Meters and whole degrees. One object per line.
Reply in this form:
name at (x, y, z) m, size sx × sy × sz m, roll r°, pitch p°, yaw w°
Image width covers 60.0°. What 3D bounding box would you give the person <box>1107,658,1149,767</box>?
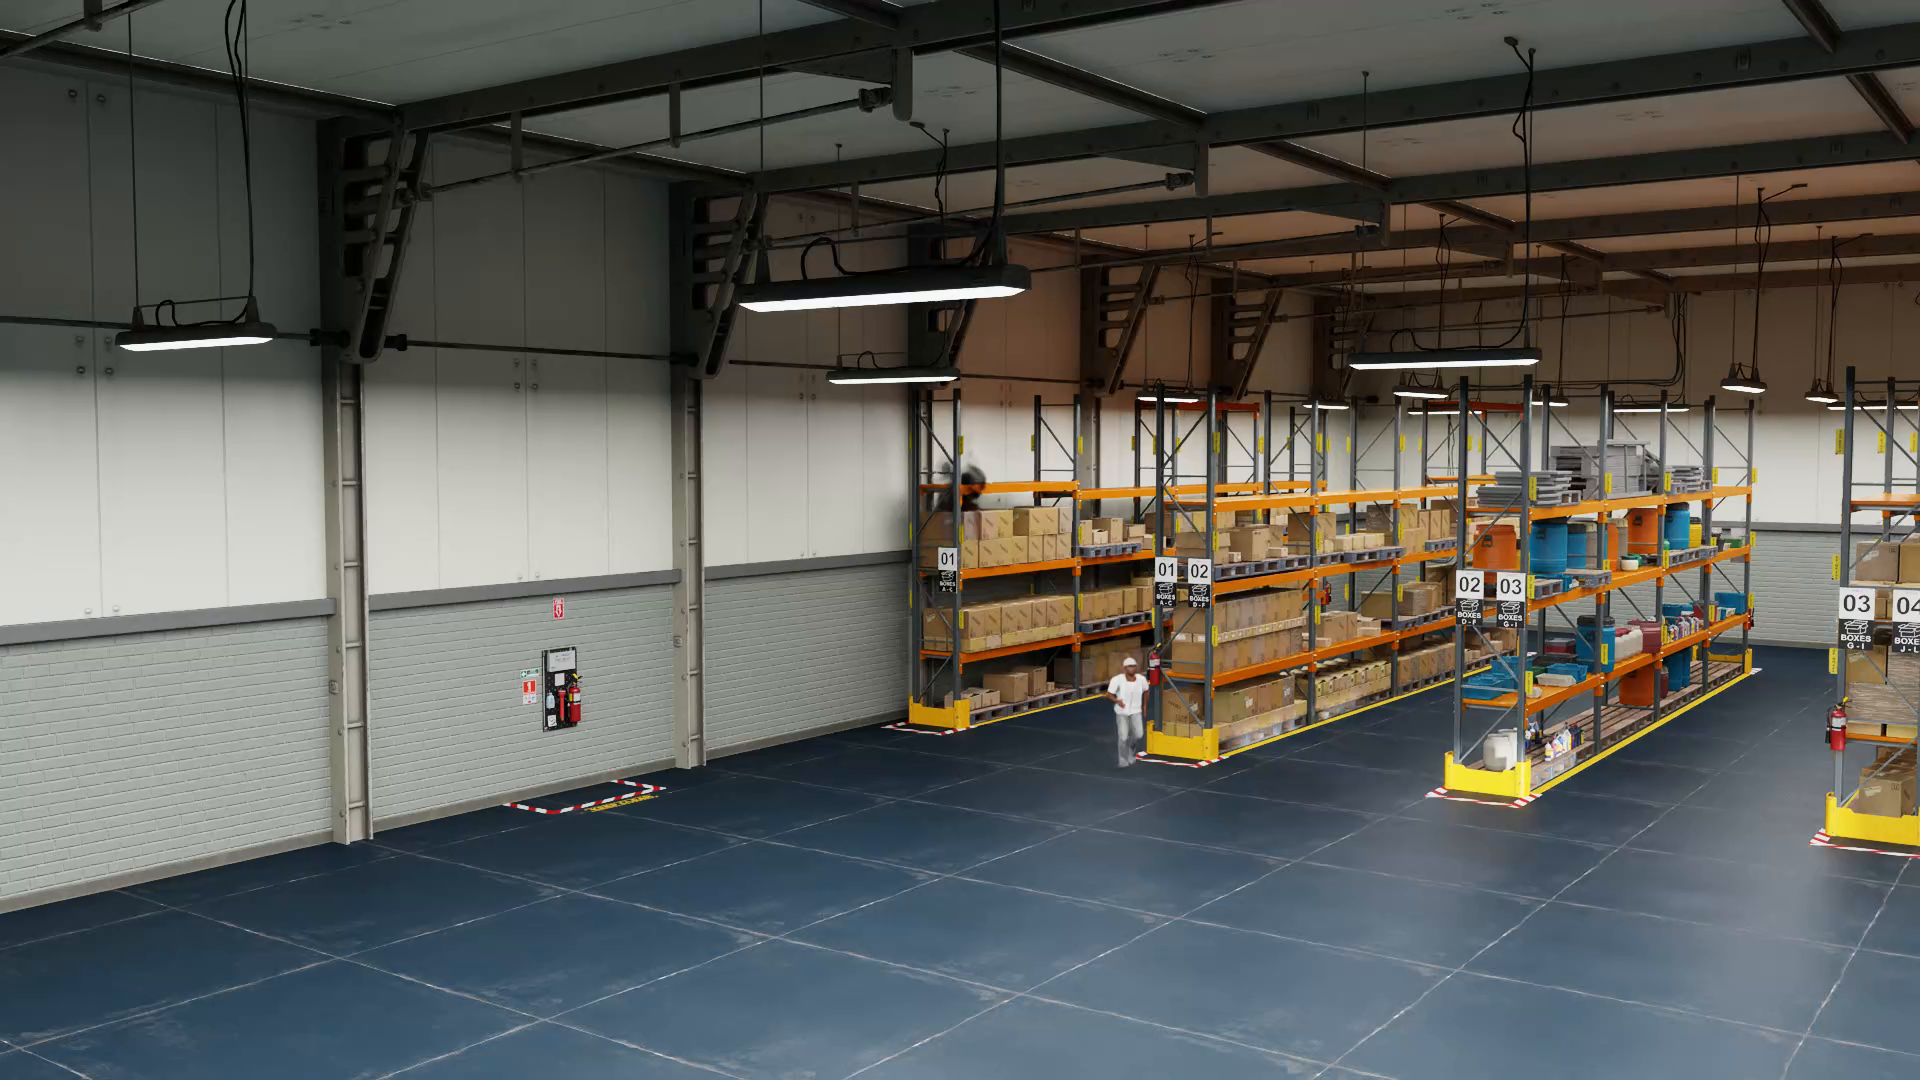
person at (2.635, 2.675, 25.750) m, size 0.723 × 1.718 × 0.658 m, roll -1°, pitch 3°, yaw -9°
